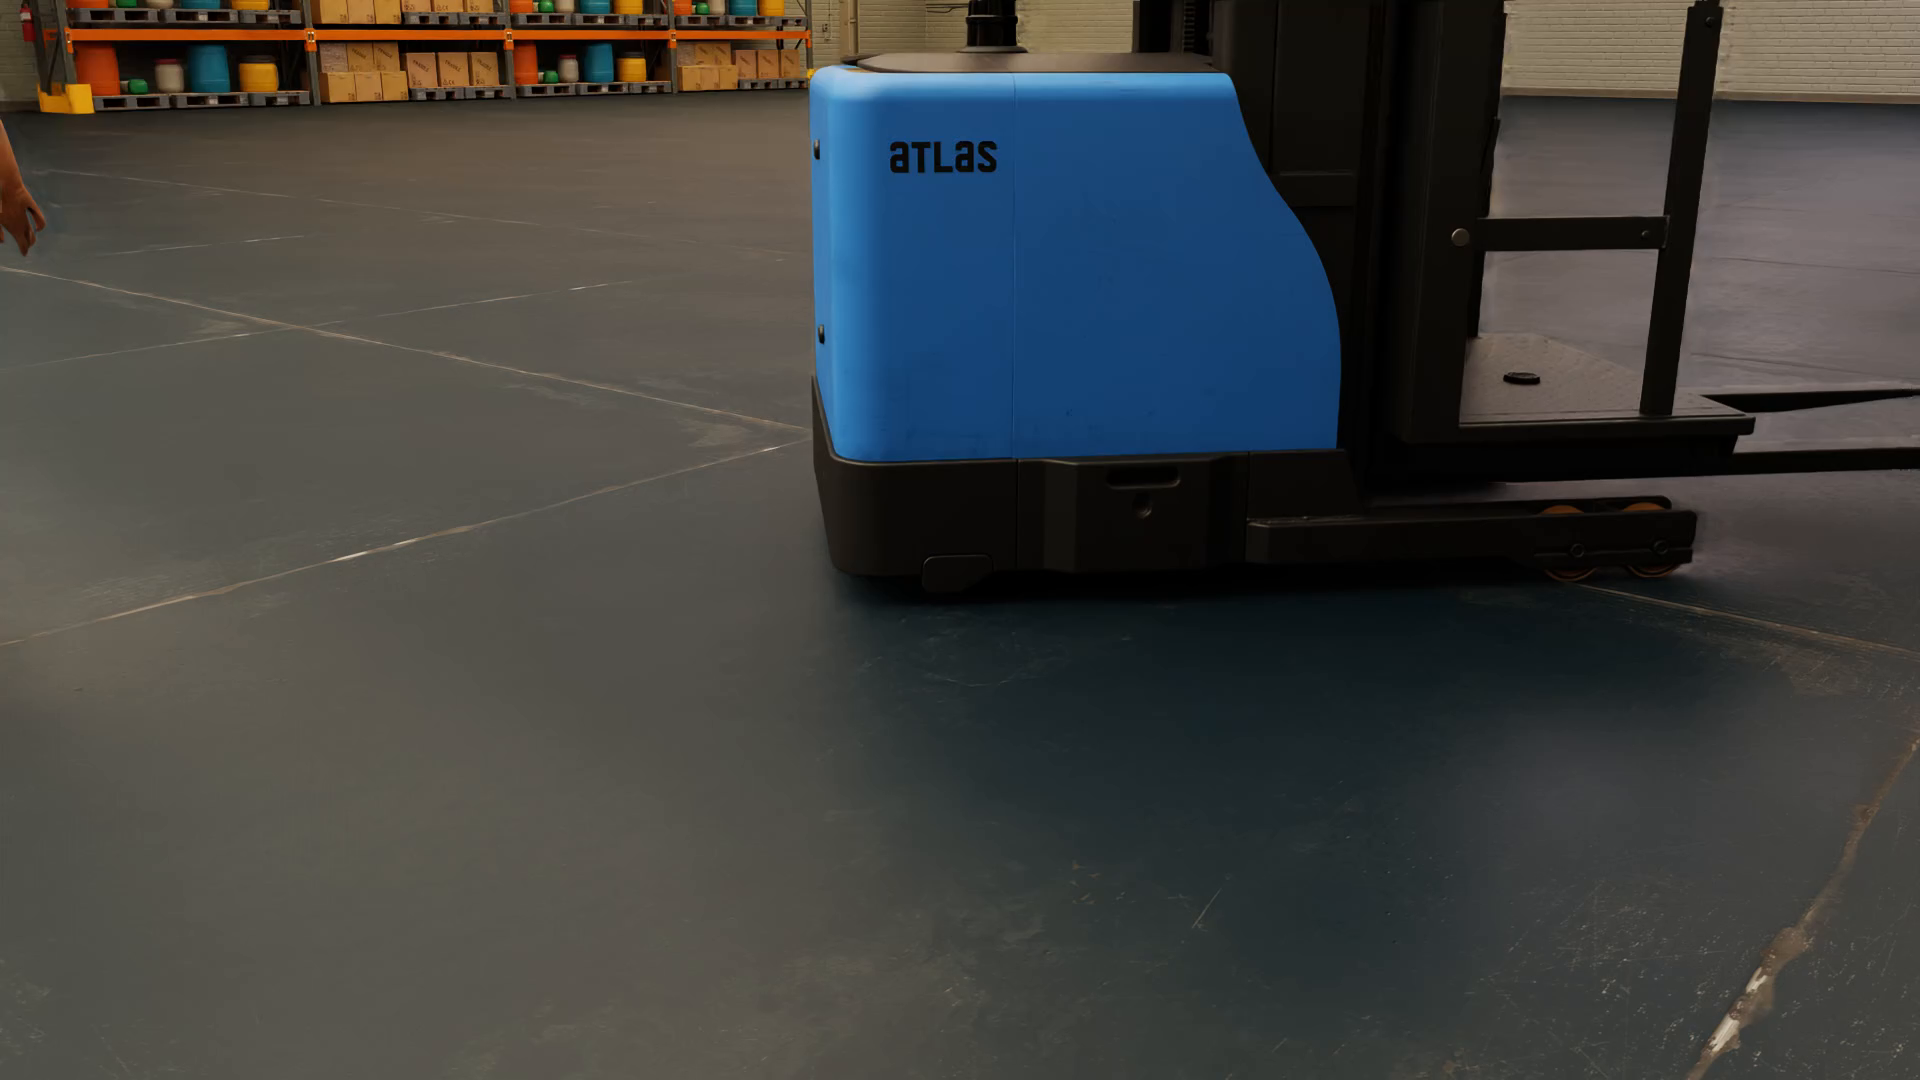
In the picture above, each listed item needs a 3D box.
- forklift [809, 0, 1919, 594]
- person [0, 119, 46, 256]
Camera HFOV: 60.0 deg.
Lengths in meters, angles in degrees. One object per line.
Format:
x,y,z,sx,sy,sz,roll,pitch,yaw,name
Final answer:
1.177,-1.461,3.708,3.031,2.935,1.130,-2,17,-7,forklift
-2.082,-0.475,2.849,0.529,1.652,0.828,12,20,34,person
